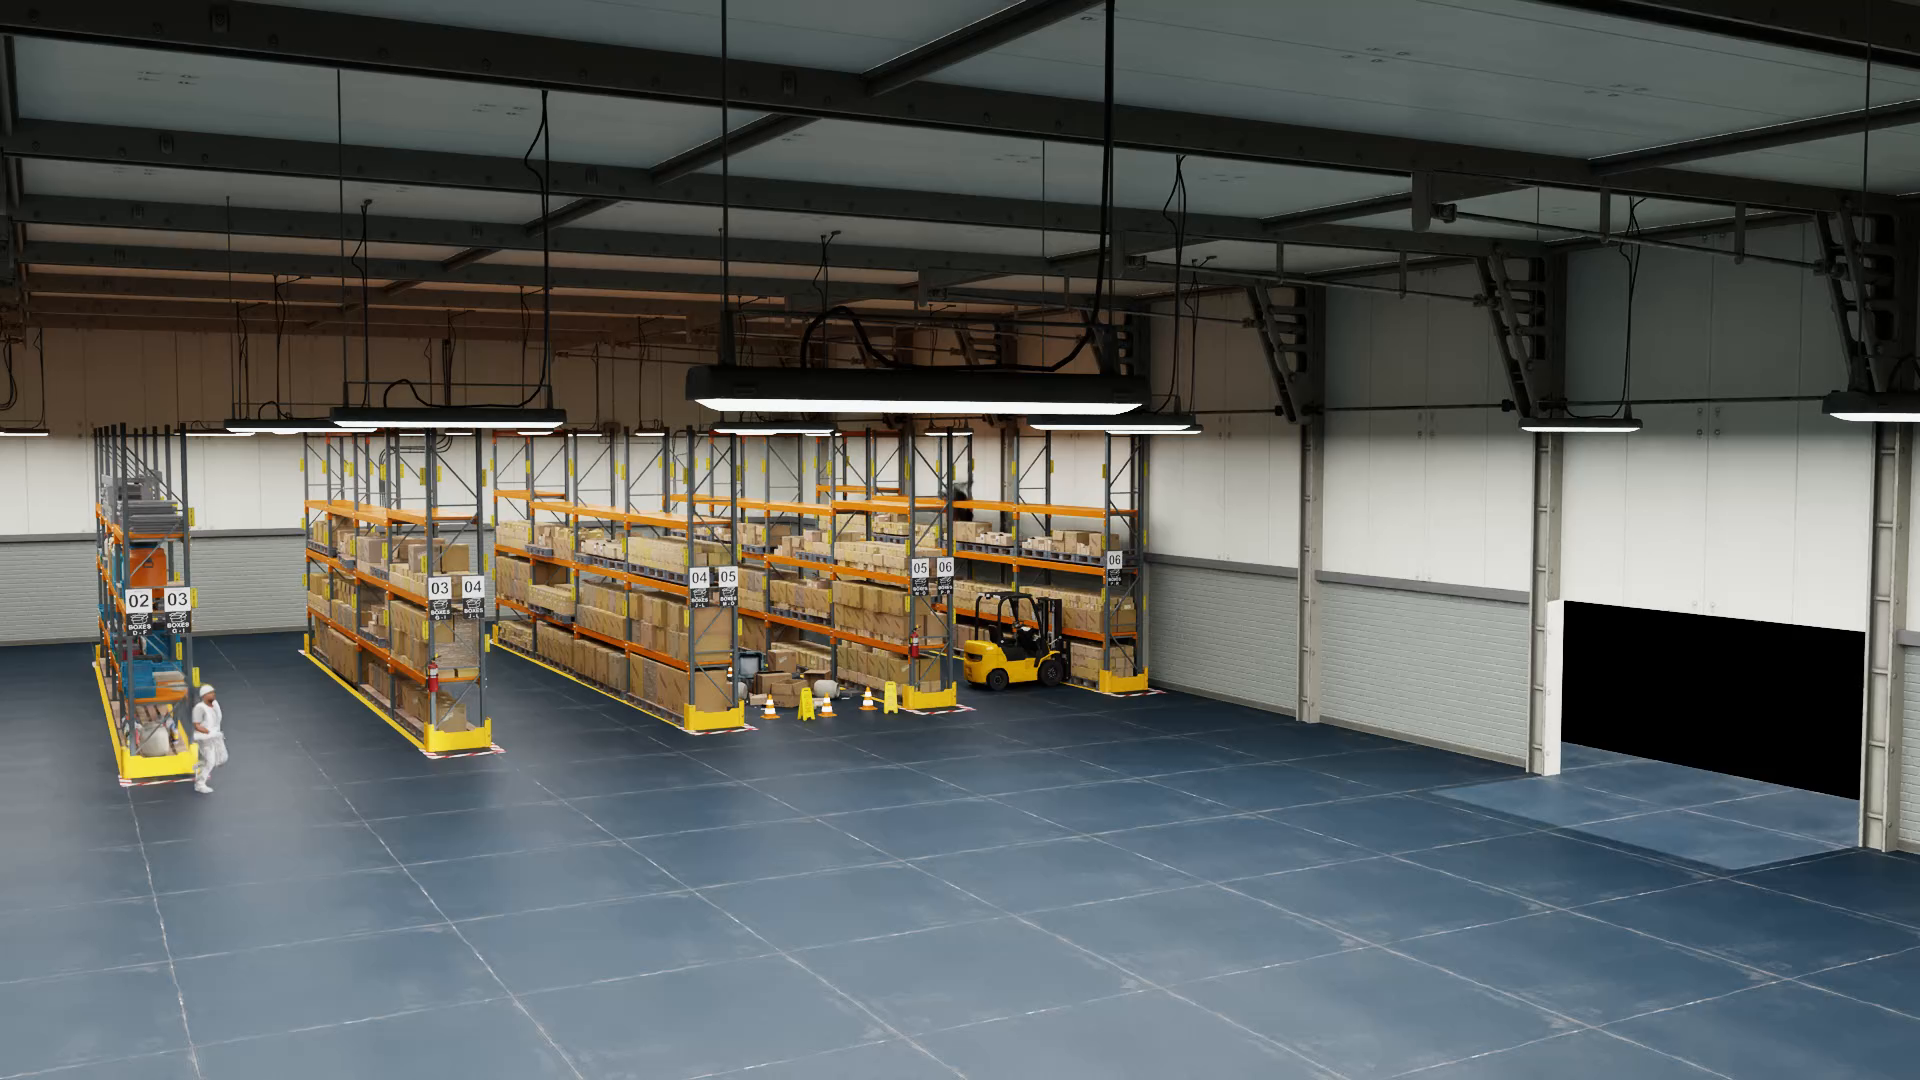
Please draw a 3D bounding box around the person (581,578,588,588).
[{"bbox_3d":[-11.284,1.926,50.123,0.525,1.554,0.576,3,4,38],"label":"person"}]

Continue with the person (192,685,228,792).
[{"bbox_3d":[-12.219,3.221,27.069,0.660,1.739,0.716,0,3,7],"label":"person"}]
